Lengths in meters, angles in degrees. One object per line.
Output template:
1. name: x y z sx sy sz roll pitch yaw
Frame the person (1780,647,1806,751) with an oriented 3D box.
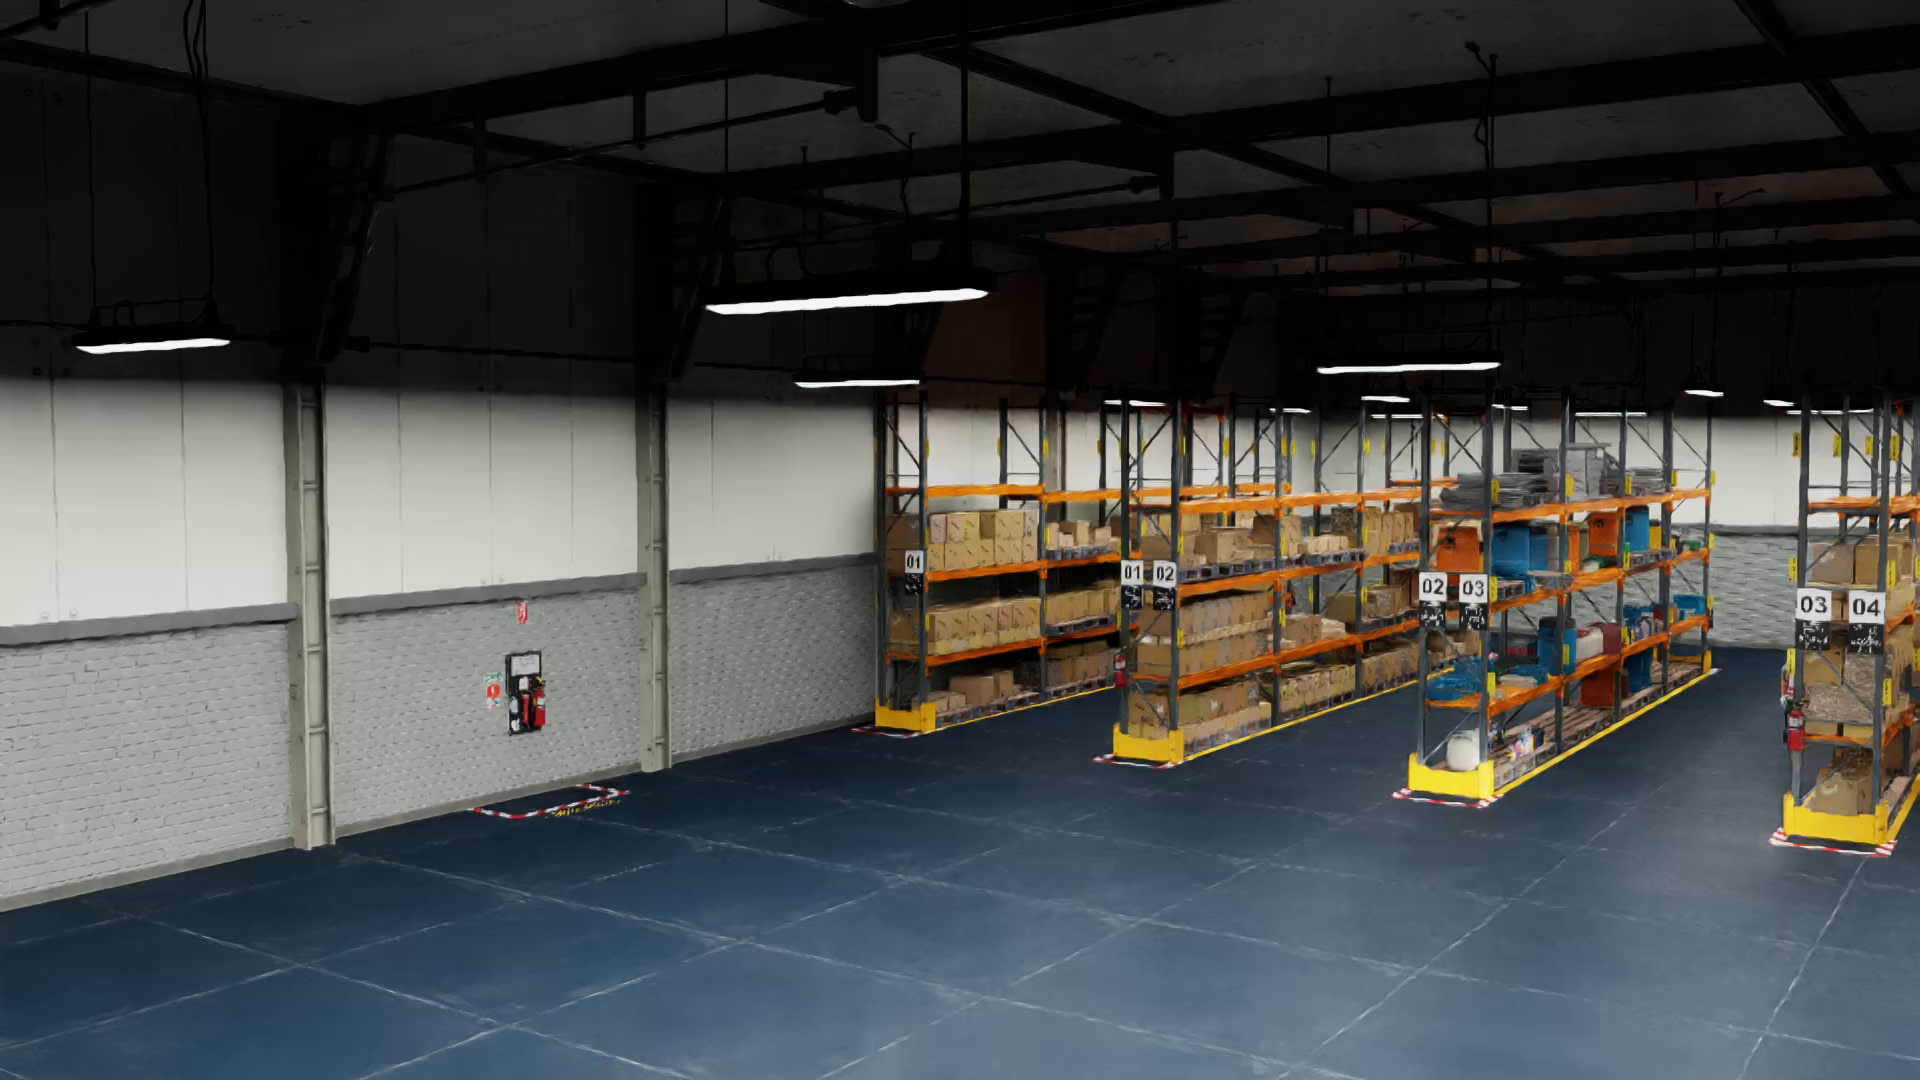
1. person: 13.921 2.600 27.641 0.553 1.706 1.123 2 4 37
